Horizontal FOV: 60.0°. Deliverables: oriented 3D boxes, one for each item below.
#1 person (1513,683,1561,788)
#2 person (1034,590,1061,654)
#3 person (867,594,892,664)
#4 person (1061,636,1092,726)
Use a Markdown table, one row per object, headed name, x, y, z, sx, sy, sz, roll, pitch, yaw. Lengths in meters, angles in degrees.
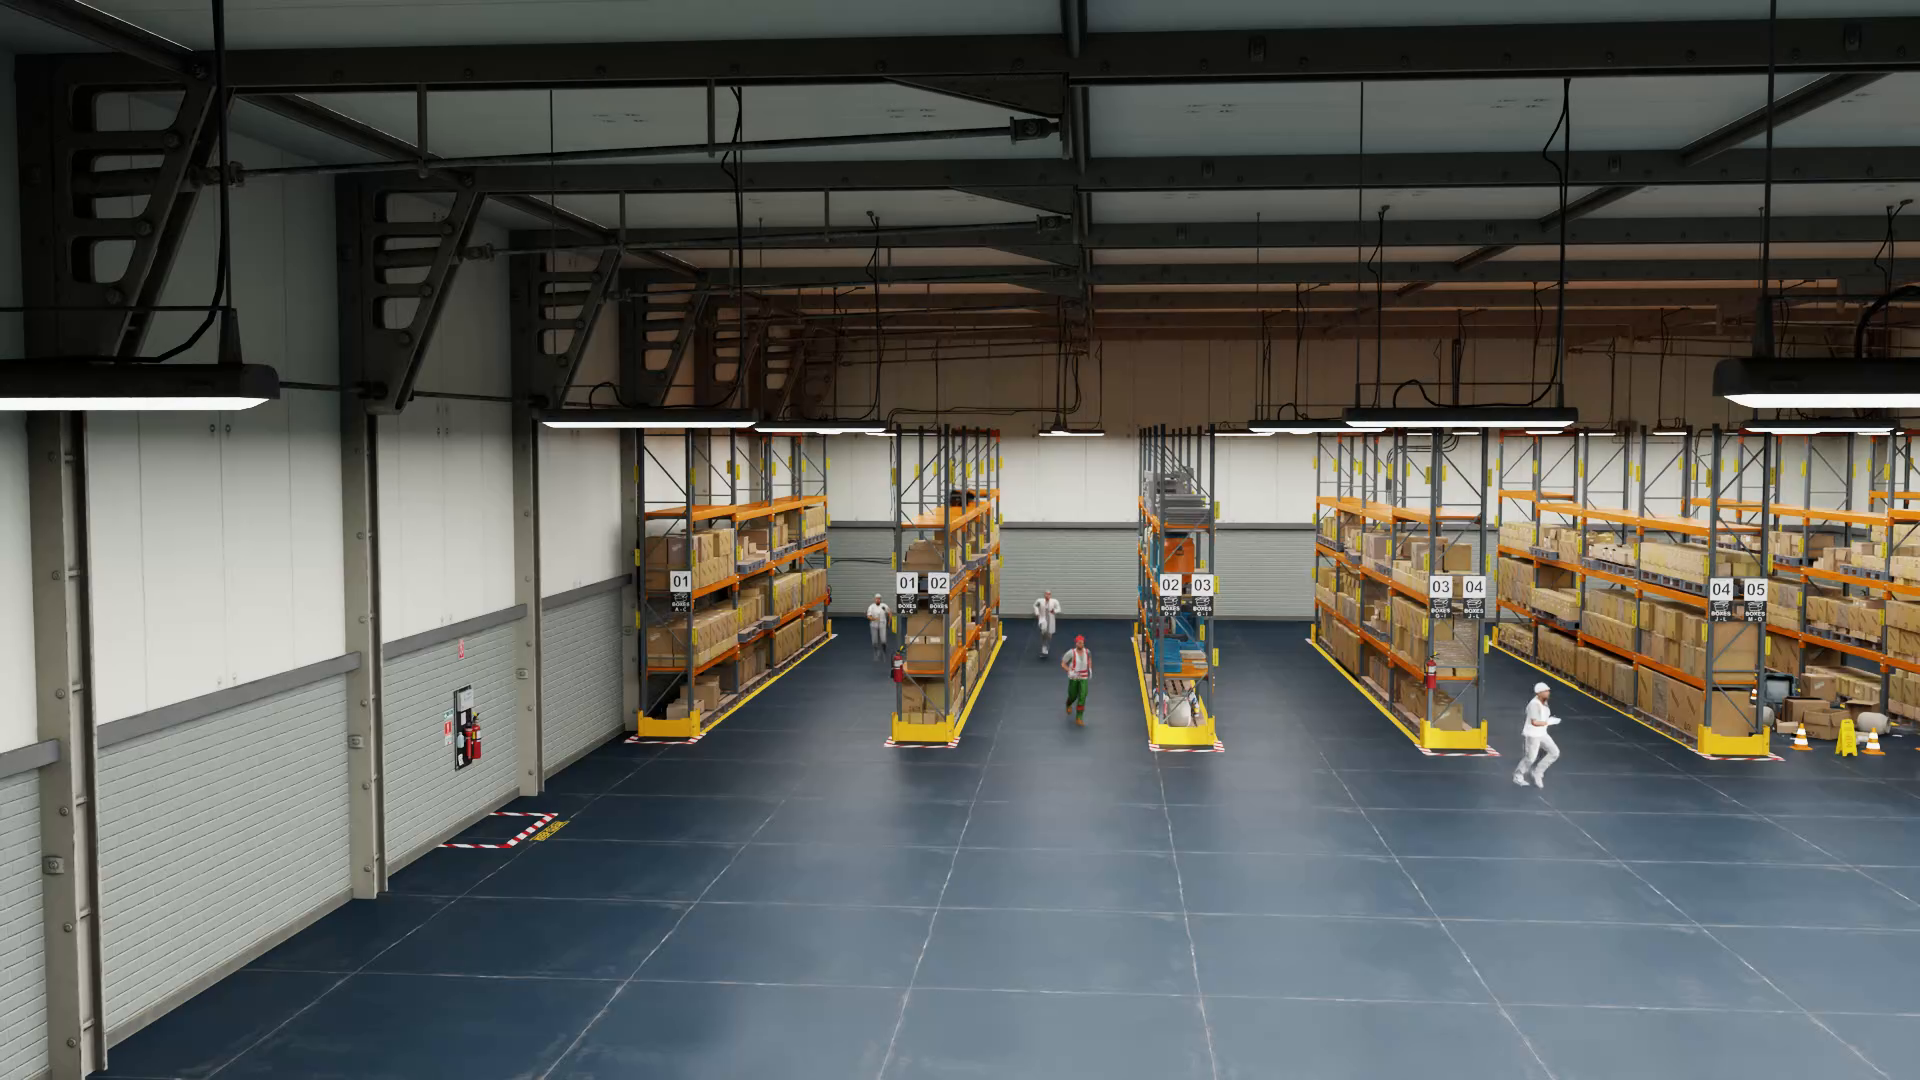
| name | x | y | z | sx | sy | sz | roll | pitch | yaw |
| --- | --- | --- | --- | --- | --- | --- | --- | --- | --- |
| person | 9.412 | 3.178 | 27.079 | 0.802 | 1.739 | 0.720 | 3 | 5 | 40 |
| person | 2.293 | 2.149 | 43.463 | 0.675 | 1.721 | 0.994 | 0 | 3 | -6 |
| person | -1.969 | 2.172 | 40.608 | 0.601 | 1.710 | 0.646 | 0 | 3 | -3 |
| person | 2.365 | 2.802 | 33.534 | 0.683 | 1.772 | 0.967 | -1 | 4 | -16 |
